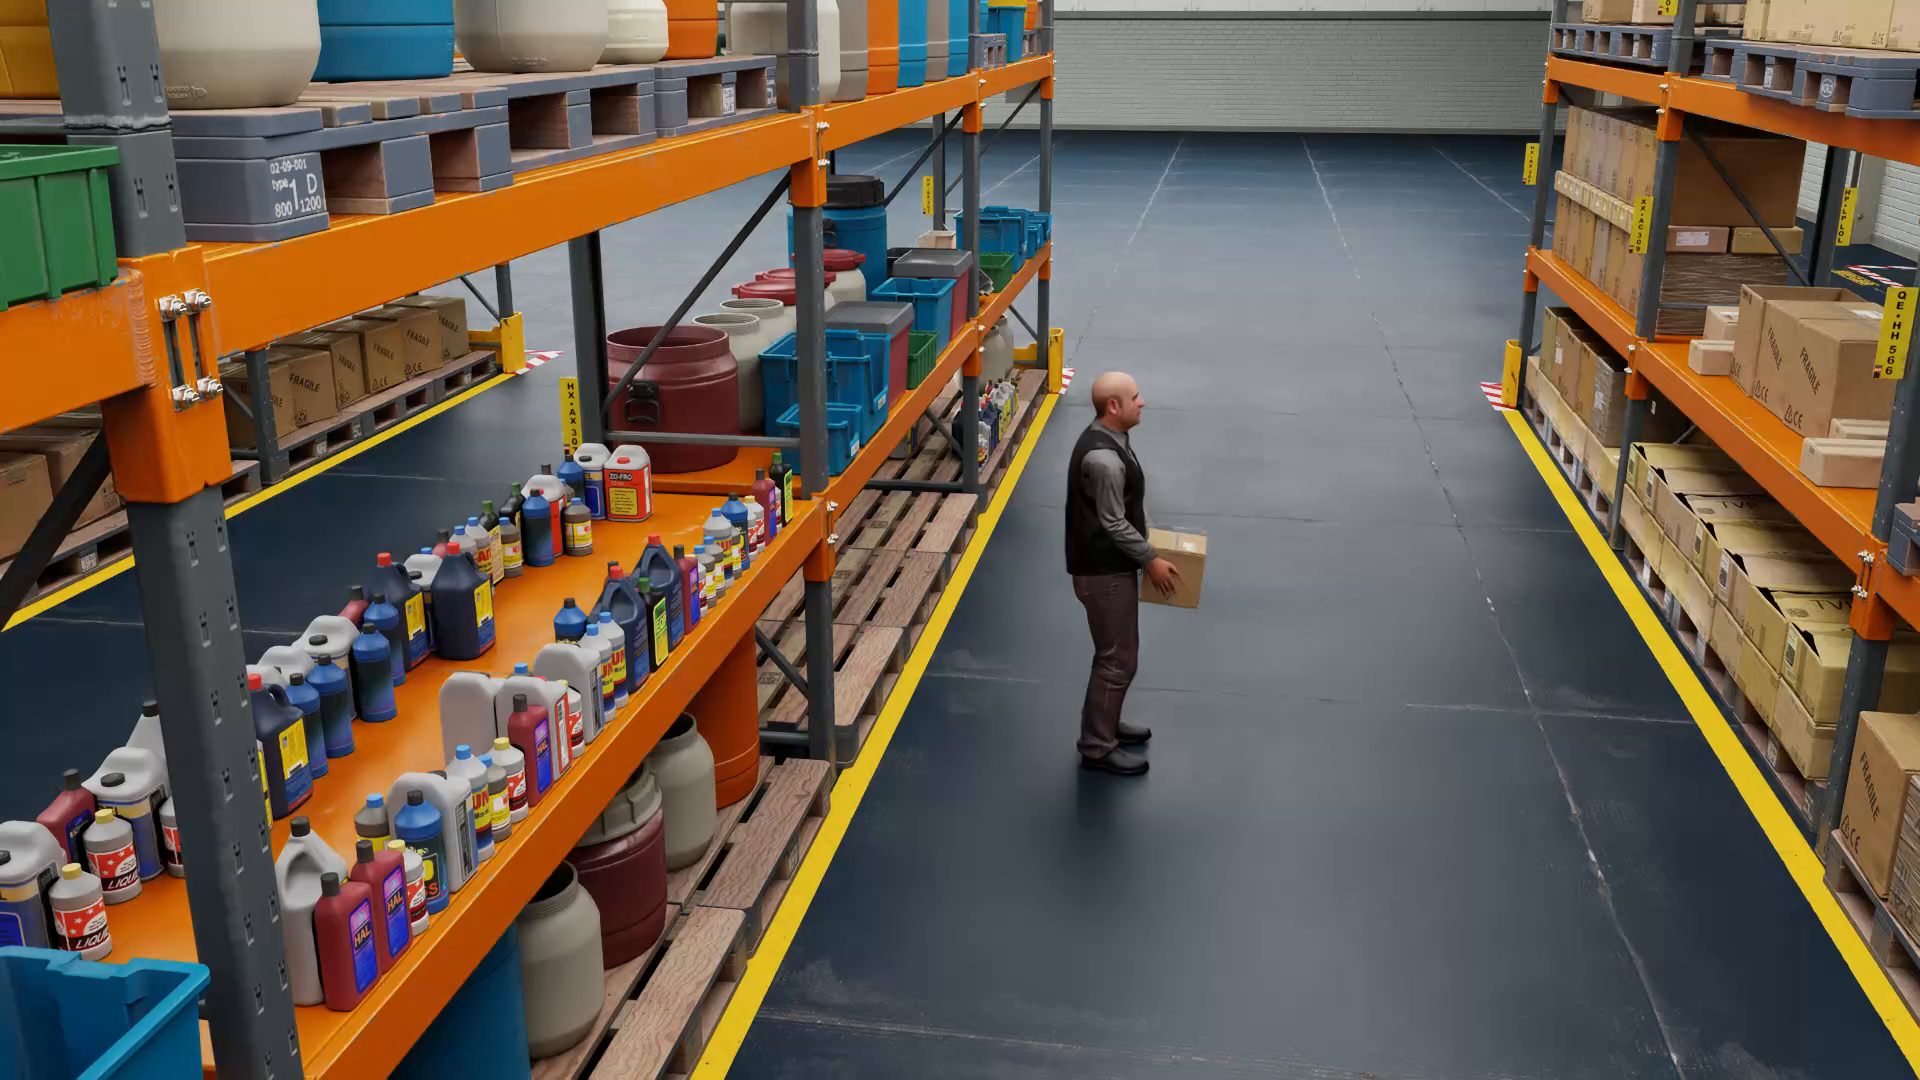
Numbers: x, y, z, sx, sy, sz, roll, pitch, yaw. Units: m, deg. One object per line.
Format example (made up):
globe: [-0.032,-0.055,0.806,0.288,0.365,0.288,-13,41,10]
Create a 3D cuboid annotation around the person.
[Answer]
person: [0.700,0.126,7.189,0.504,1.727,0.539,3,18,8]
